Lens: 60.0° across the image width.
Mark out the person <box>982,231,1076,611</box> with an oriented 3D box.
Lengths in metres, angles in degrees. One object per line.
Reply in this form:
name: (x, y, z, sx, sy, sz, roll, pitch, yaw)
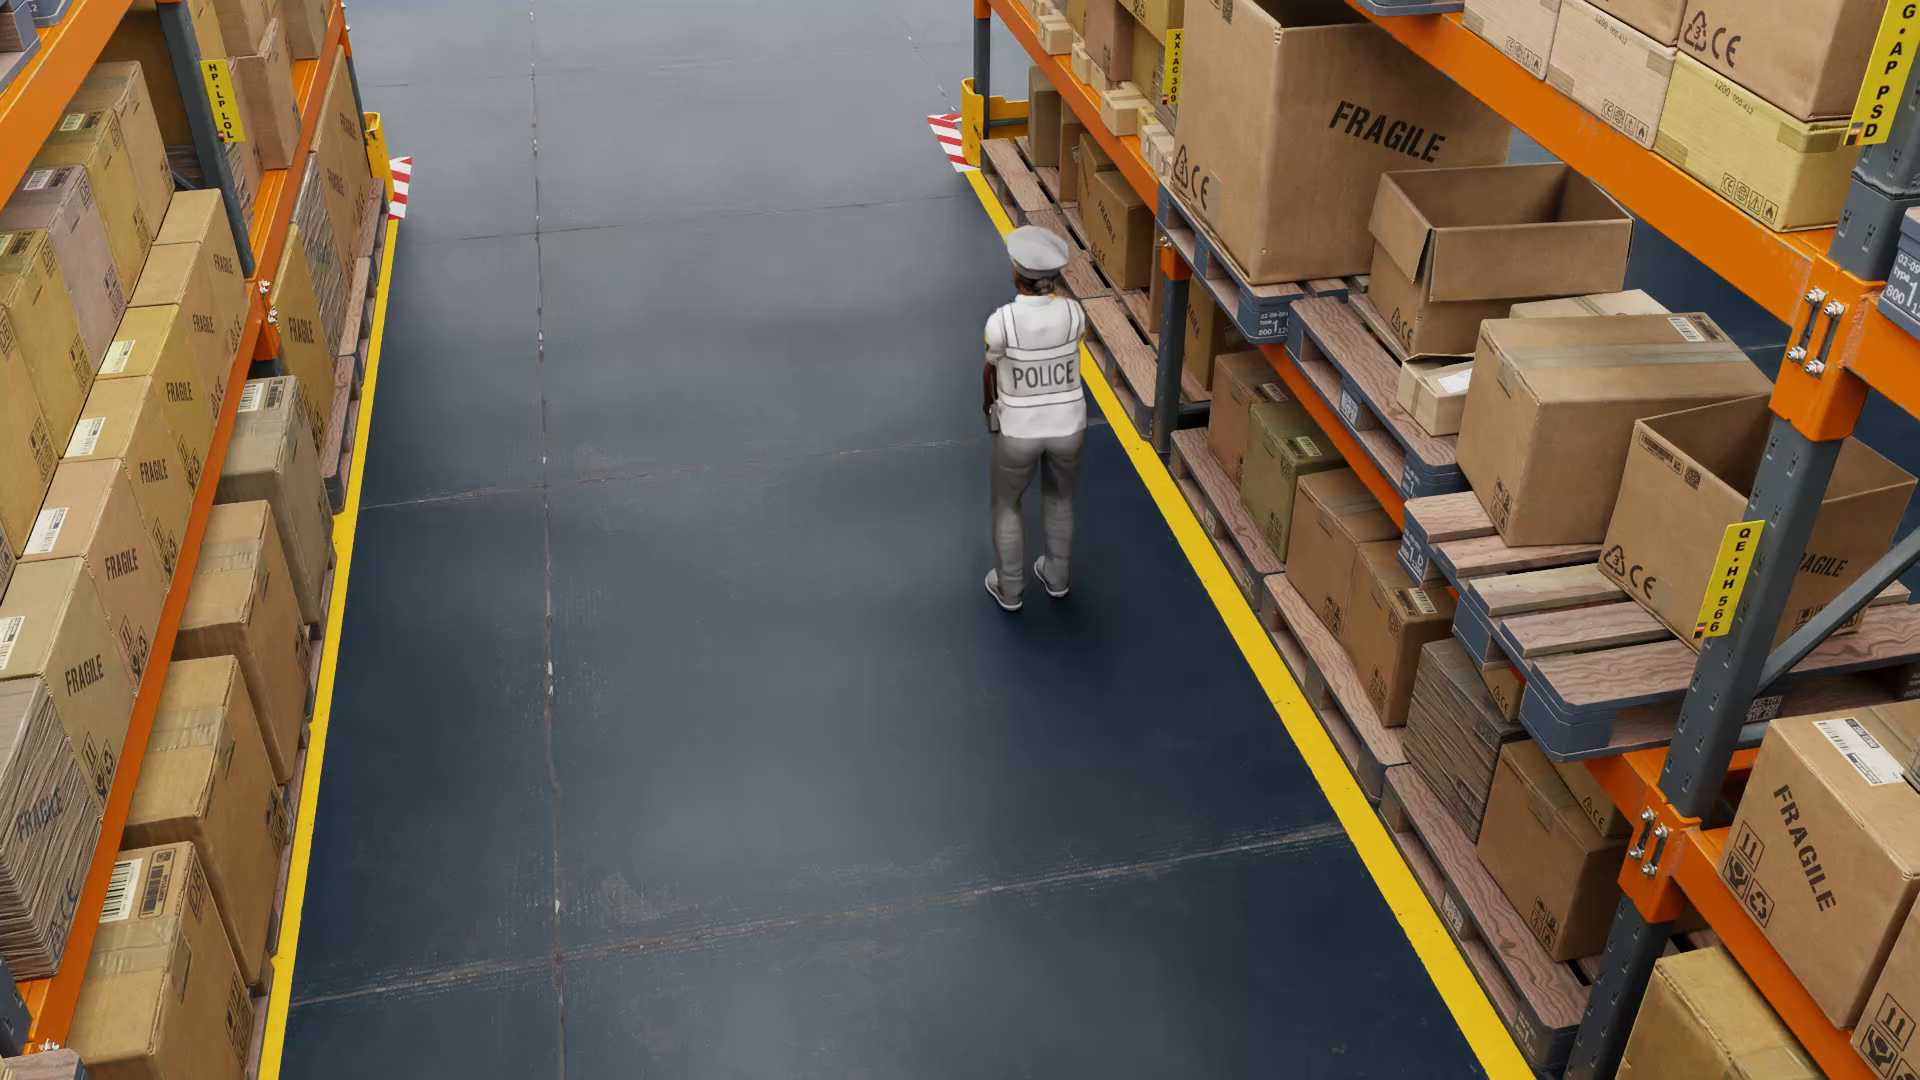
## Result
person: (0.291, -0.506, 6.861, 0.414, 1.691, 0.498, -8, 35, -11)
